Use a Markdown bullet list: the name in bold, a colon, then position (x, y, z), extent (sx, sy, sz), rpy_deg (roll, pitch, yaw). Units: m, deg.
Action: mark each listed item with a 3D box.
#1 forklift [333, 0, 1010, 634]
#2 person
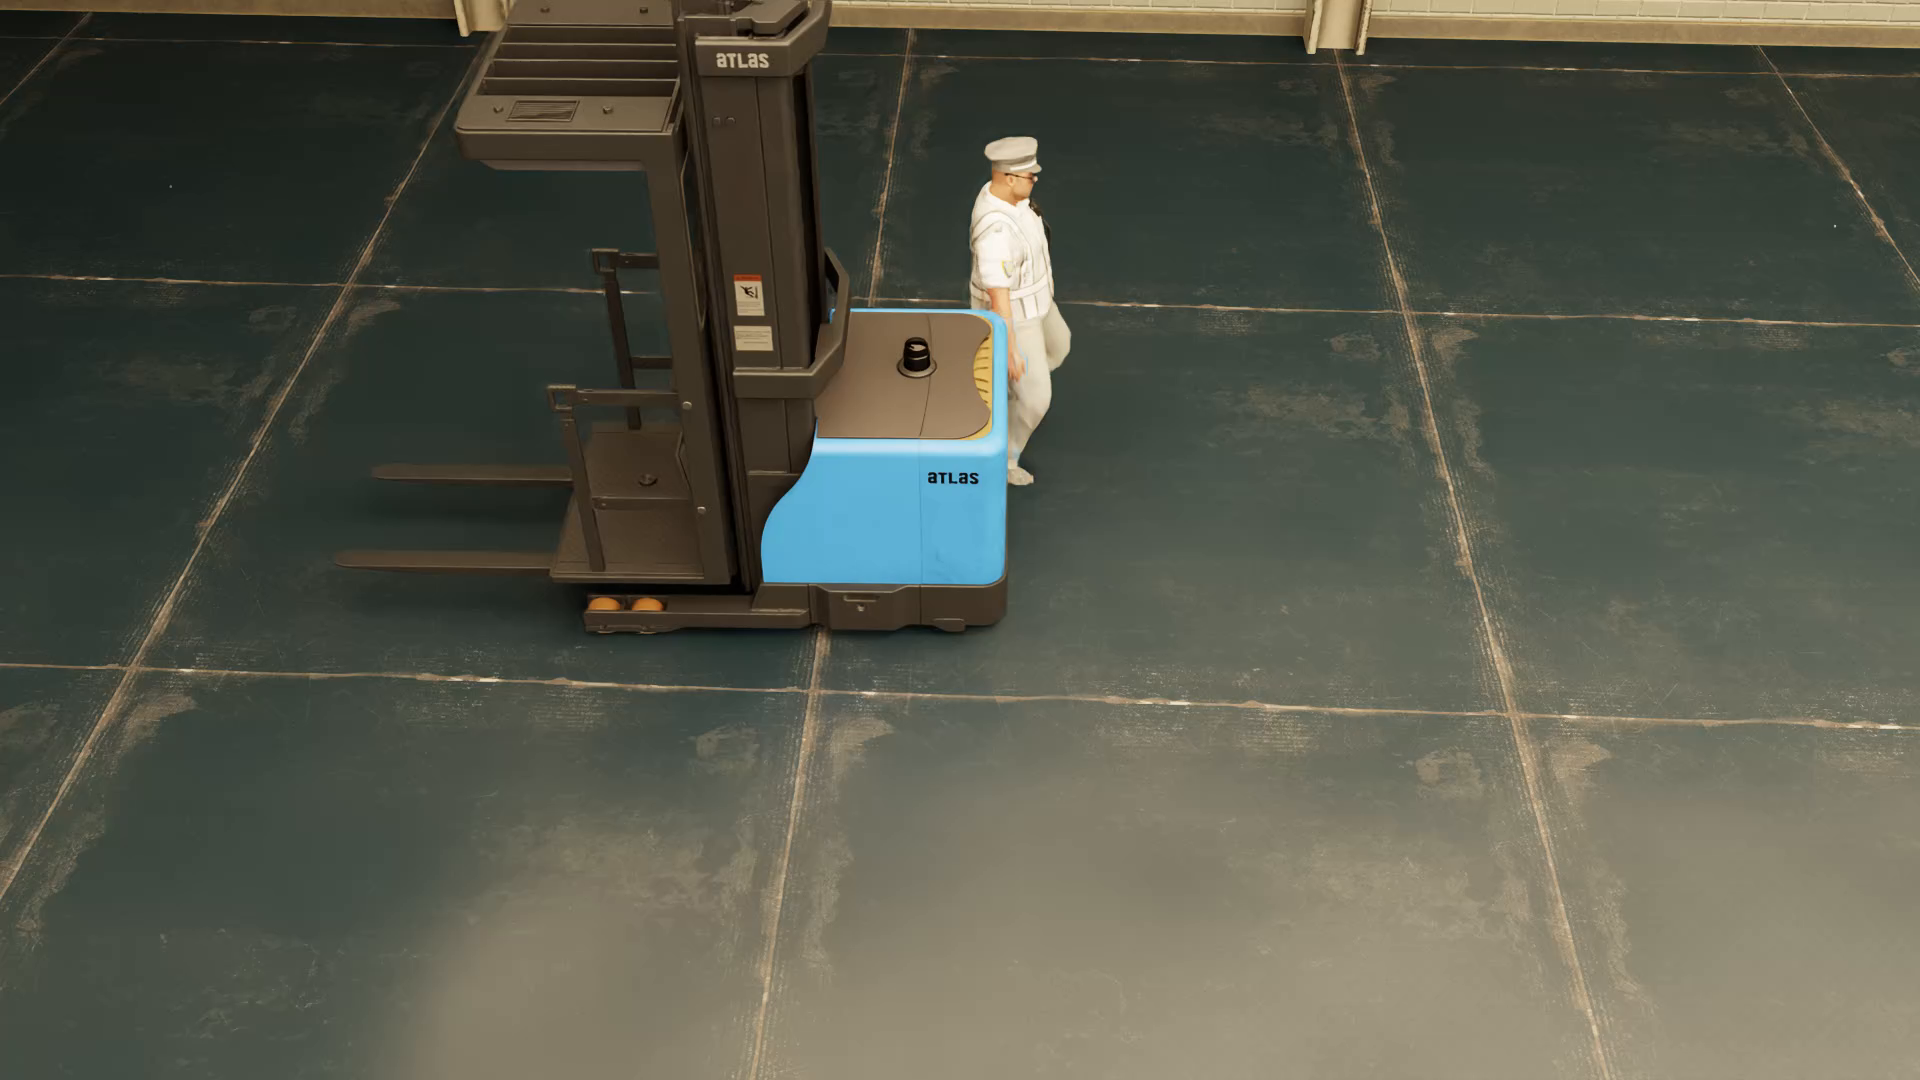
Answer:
- **forklift**: position (-1.300, -1.019, 6.858), extent (3.031, 2.935, 1.130), rpy_deg (1, 42, 1)
- **person**: position (0.271, -1.084, 7.910), extent (0.454, 1.723, 0.823), rpy_deg (10, 43, 10)
